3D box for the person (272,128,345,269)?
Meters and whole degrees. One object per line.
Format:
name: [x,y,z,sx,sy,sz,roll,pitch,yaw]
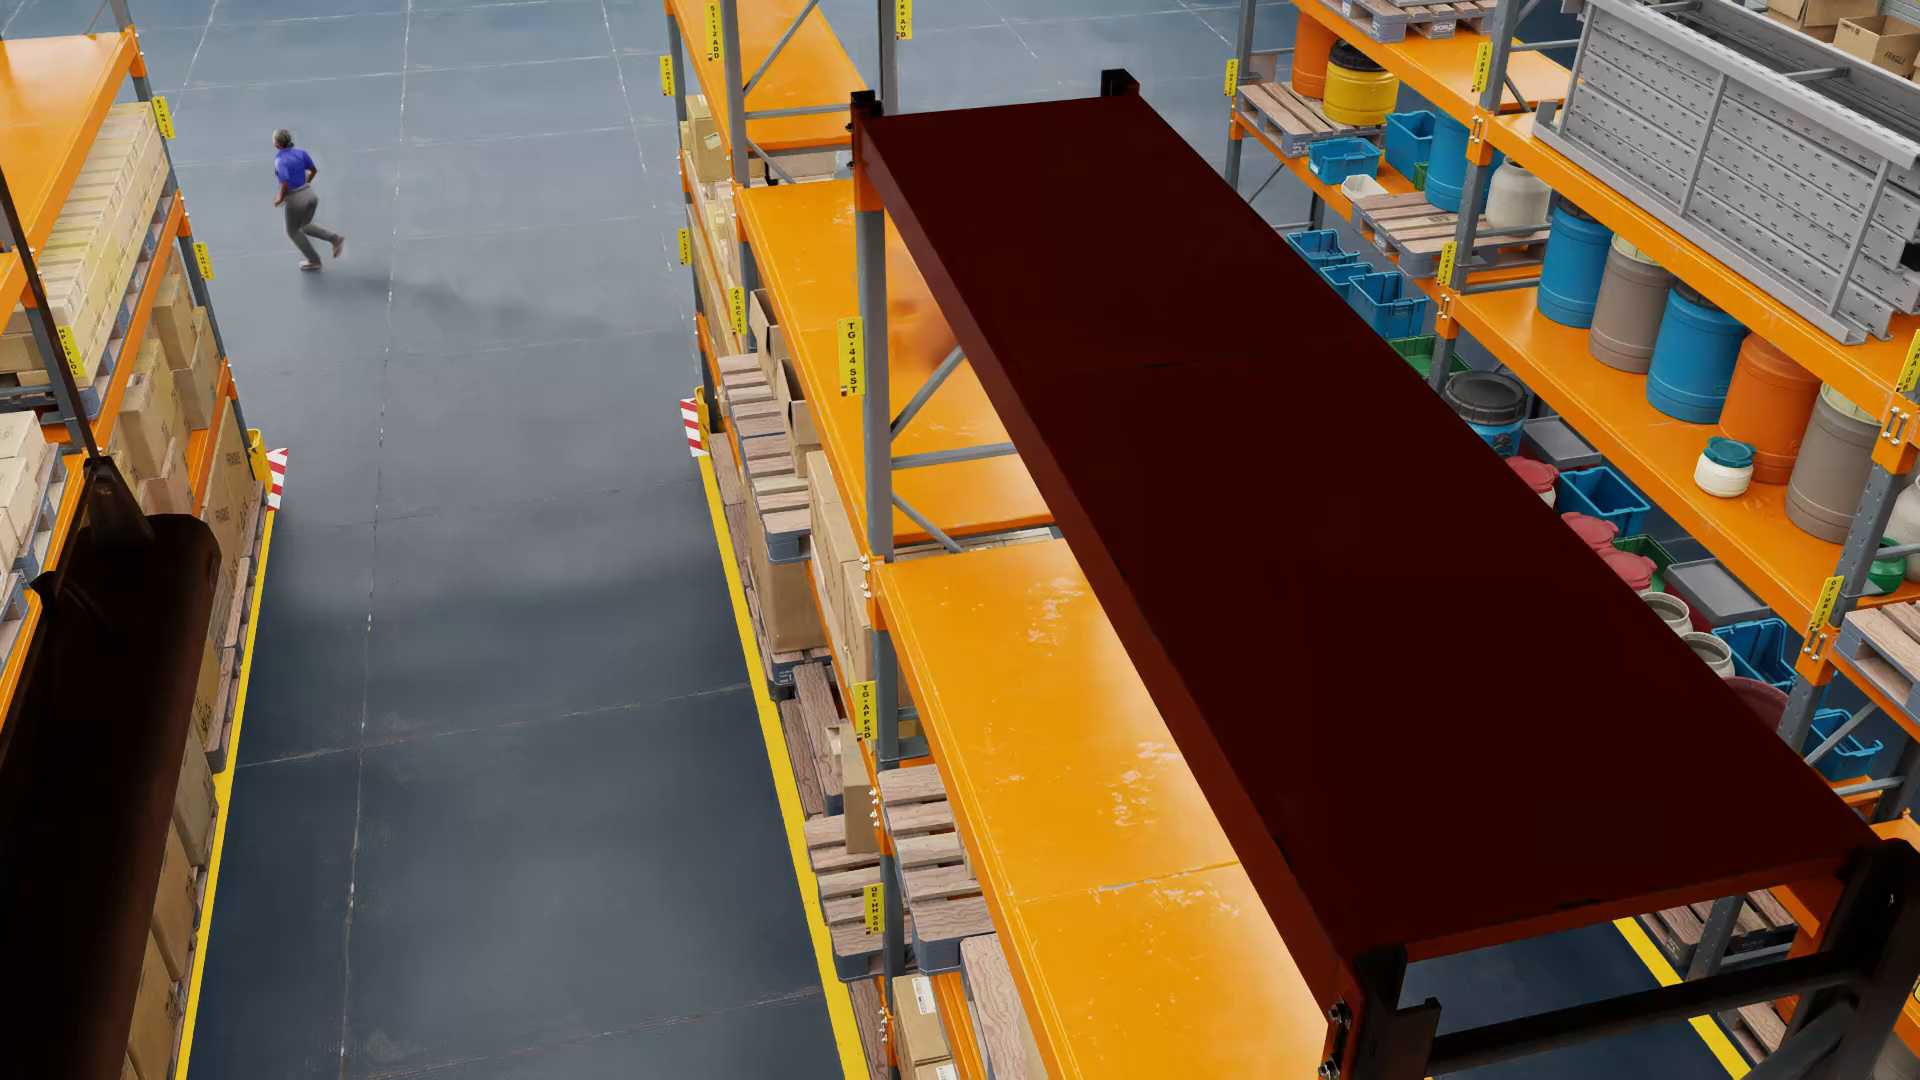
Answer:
person: [-7.111,-3.681,18.064,0.592,1.608,0.558,11,36,15]
